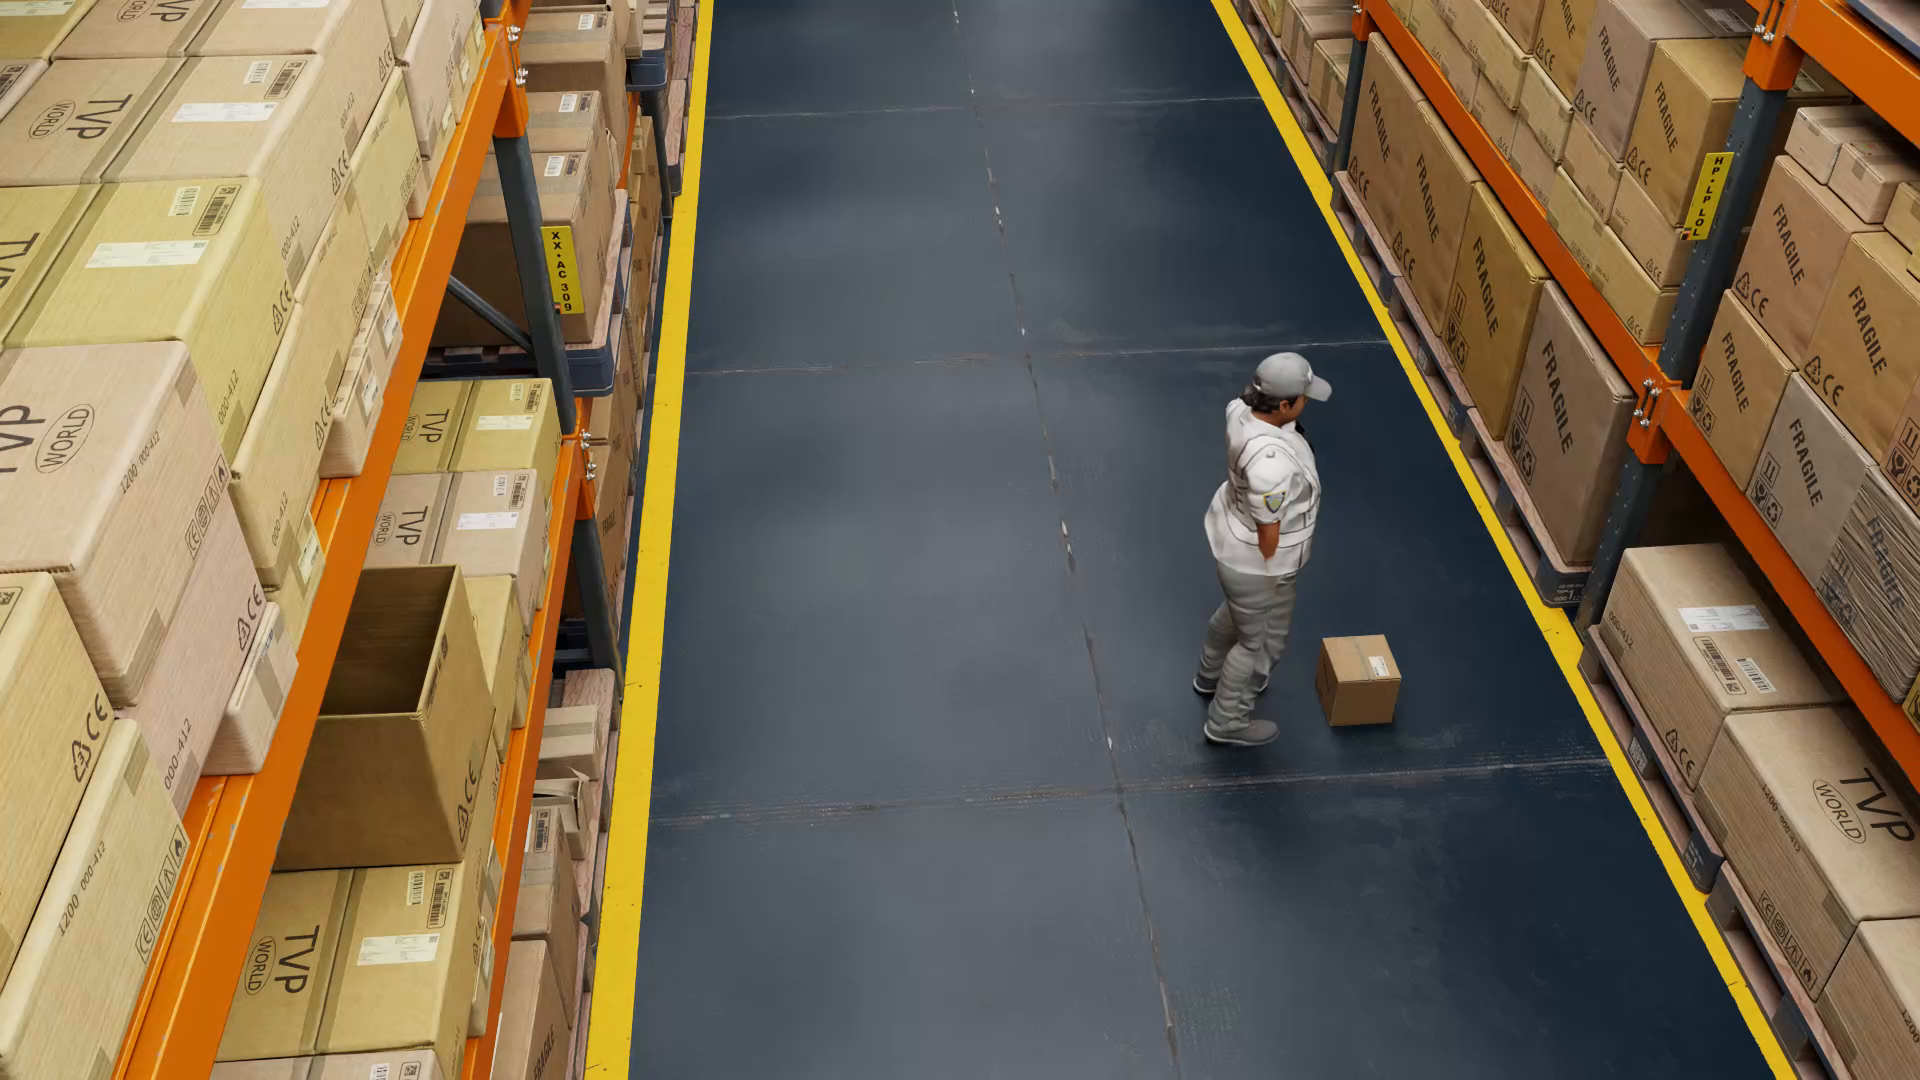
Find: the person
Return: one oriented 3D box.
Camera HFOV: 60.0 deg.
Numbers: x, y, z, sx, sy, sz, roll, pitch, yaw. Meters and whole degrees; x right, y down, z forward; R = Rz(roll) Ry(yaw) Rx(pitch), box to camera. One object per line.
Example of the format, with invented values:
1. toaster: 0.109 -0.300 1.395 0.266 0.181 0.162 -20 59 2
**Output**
1. person: 1.099 0.028 6.134 0.390 1.666 0.470 -2 39 -3
